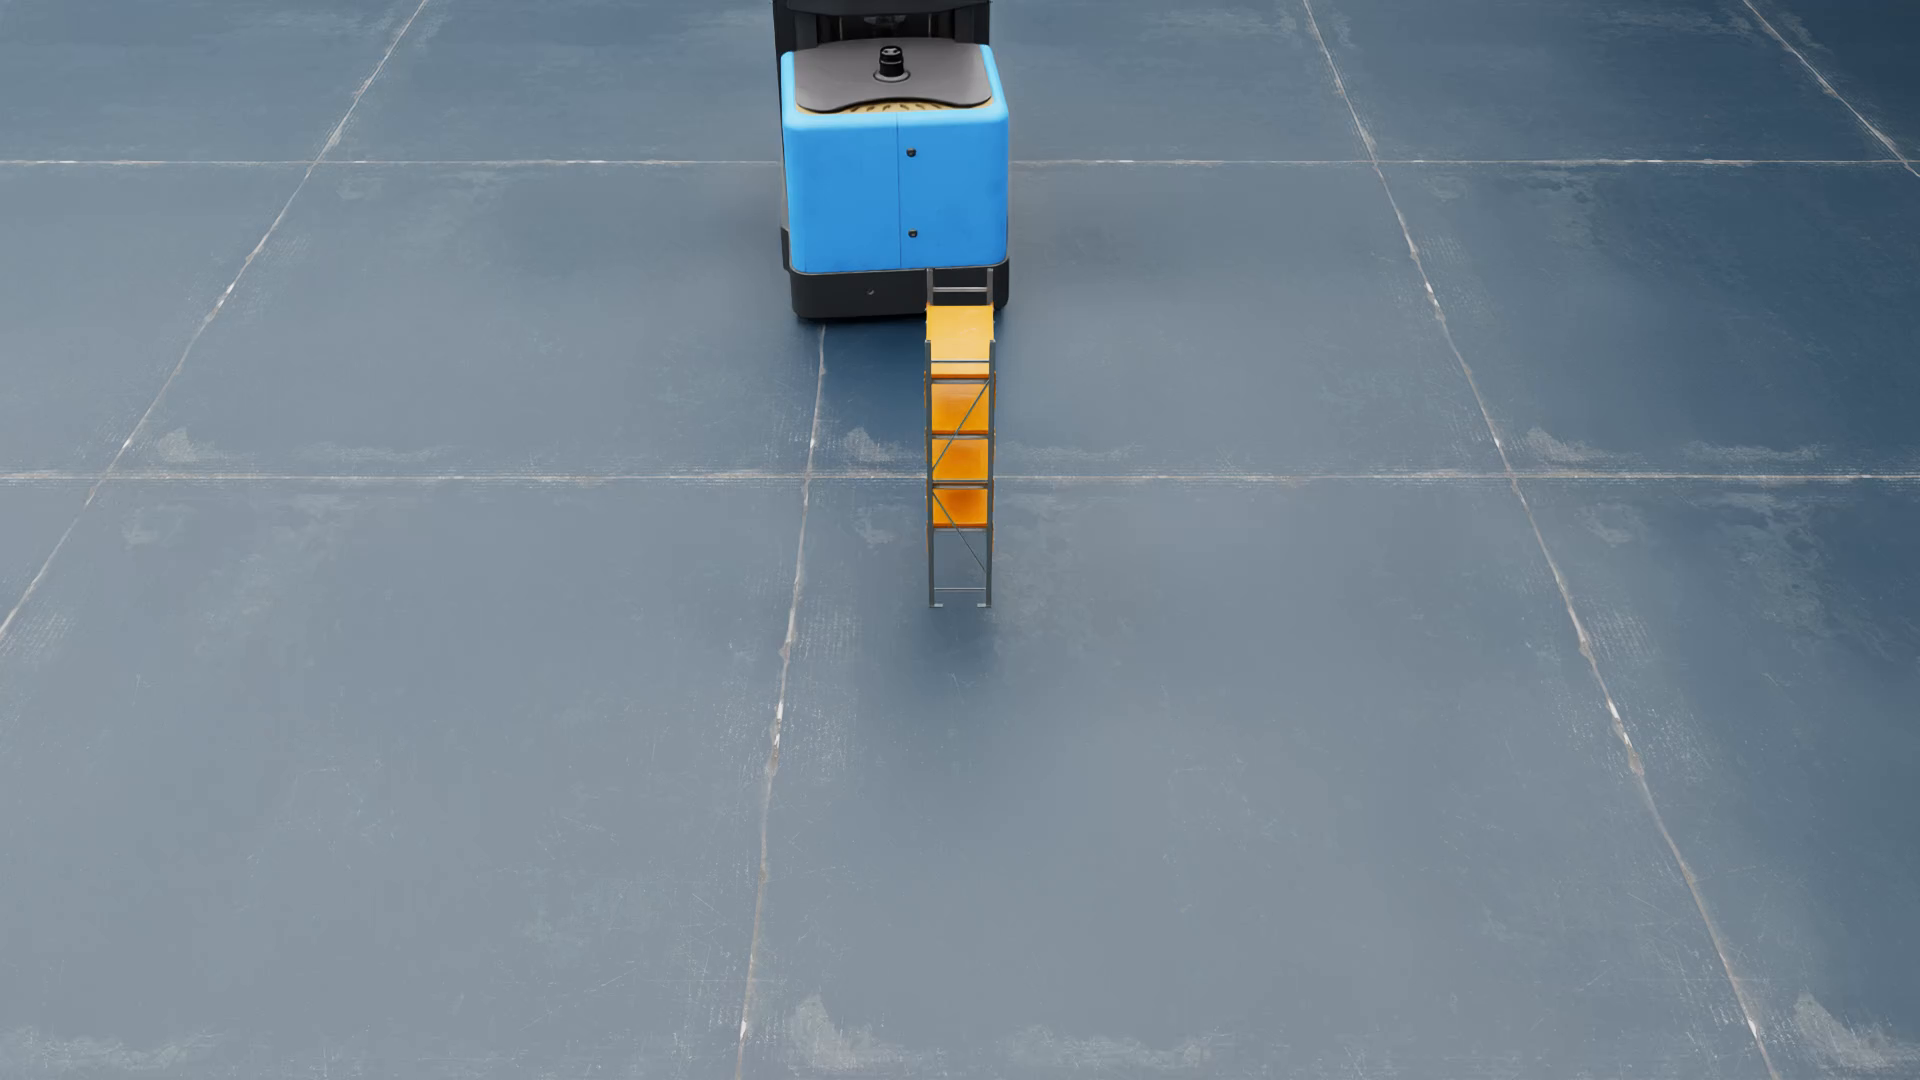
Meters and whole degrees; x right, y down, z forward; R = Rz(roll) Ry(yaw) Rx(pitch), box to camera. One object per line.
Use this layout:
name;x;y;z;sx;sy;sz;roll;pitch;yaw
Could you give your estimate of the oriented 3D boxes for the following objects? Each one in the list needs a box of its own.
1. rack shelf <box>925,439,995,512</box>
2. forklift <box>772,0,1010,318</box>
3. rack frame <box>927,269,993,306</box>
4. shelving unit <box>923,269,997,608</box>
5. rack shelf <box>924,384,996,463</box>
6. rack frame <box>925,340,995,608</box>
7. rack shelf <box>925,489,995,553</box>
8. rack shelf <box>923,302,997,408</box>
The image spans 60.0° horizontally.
rack shelf;0.000;-0.312;6.288;0.258;0.148;0.480;0;39;0
forklift;-0.418;-3.115;8.294;1.130;2.935;3.031;-3;39;-4
rack frame;0.000;-0.517;6.436;0.240;1.200;0.015;0;39;0
shelving unit;0.000;-0.365;6.246;0.258;1.200;0.503;0;39;0
rack shelf;0.000;-0.487;6.148;0.258;0.148;0.480;0;39;0
rack frame;0.000;-0.212;6.055;0.240;1.200;0.015;0;39;0
rack shelf;0.000;-0.157;6.412;0.258;0.148;0.480;0;39;0
rack shelf;0.000;-0.671;6.000;0.258;0.148;0.480;0;39;0
